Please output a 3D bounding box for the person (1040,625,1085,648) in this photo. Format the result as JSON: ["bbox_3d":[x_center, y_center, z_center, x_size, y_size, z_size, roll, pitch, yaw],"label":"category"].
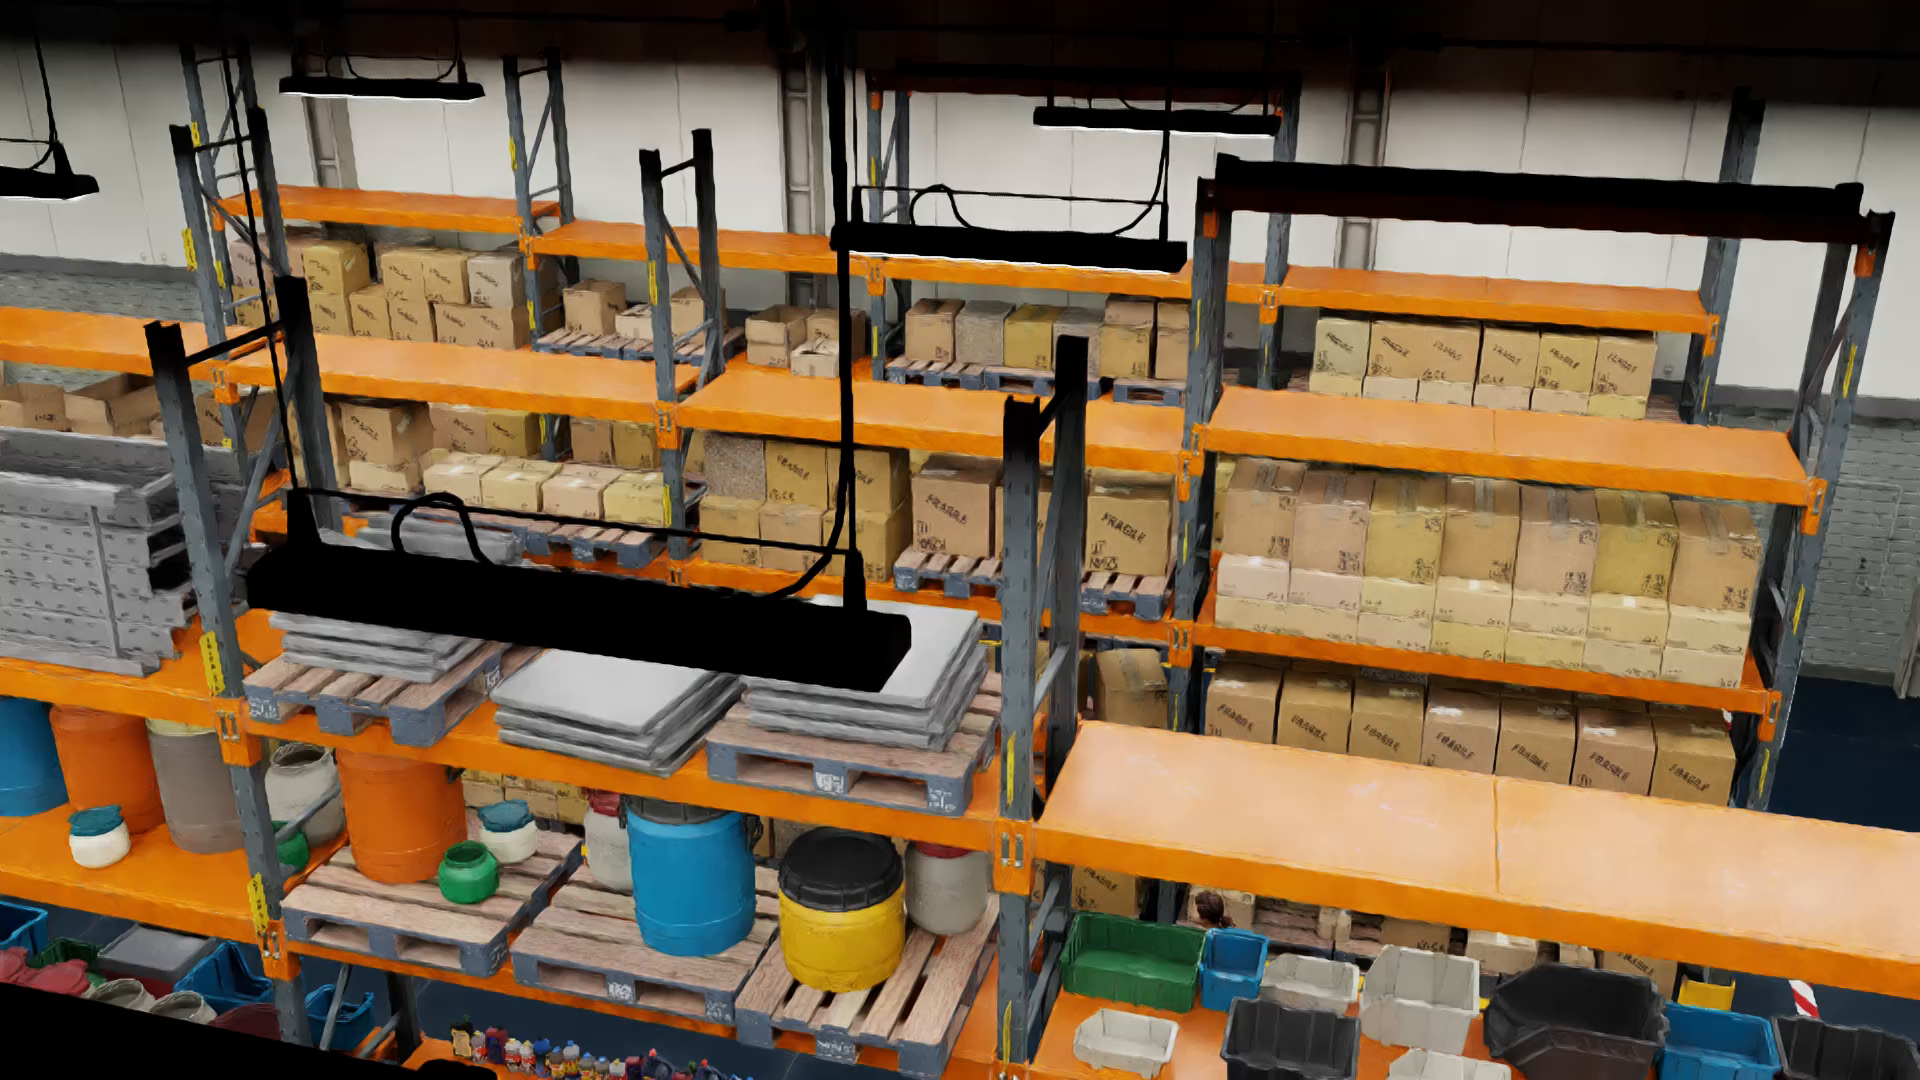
[{"bbox_3d":[1.040,0.753,16.679,0.598,1.731,0.463,-1,23,-3],"label":"person"}]

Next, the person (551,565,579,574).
[{"bbox_3d":[-3.863,0.883,16.548,1.110,1.584,0.445,5,23,13],"label":"person"}]

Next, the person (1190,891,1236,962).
[{"bbox_3d":[1.700,3.069,11.271,1.110,1.590,0.448,7,24,17],"label":"person"}]
